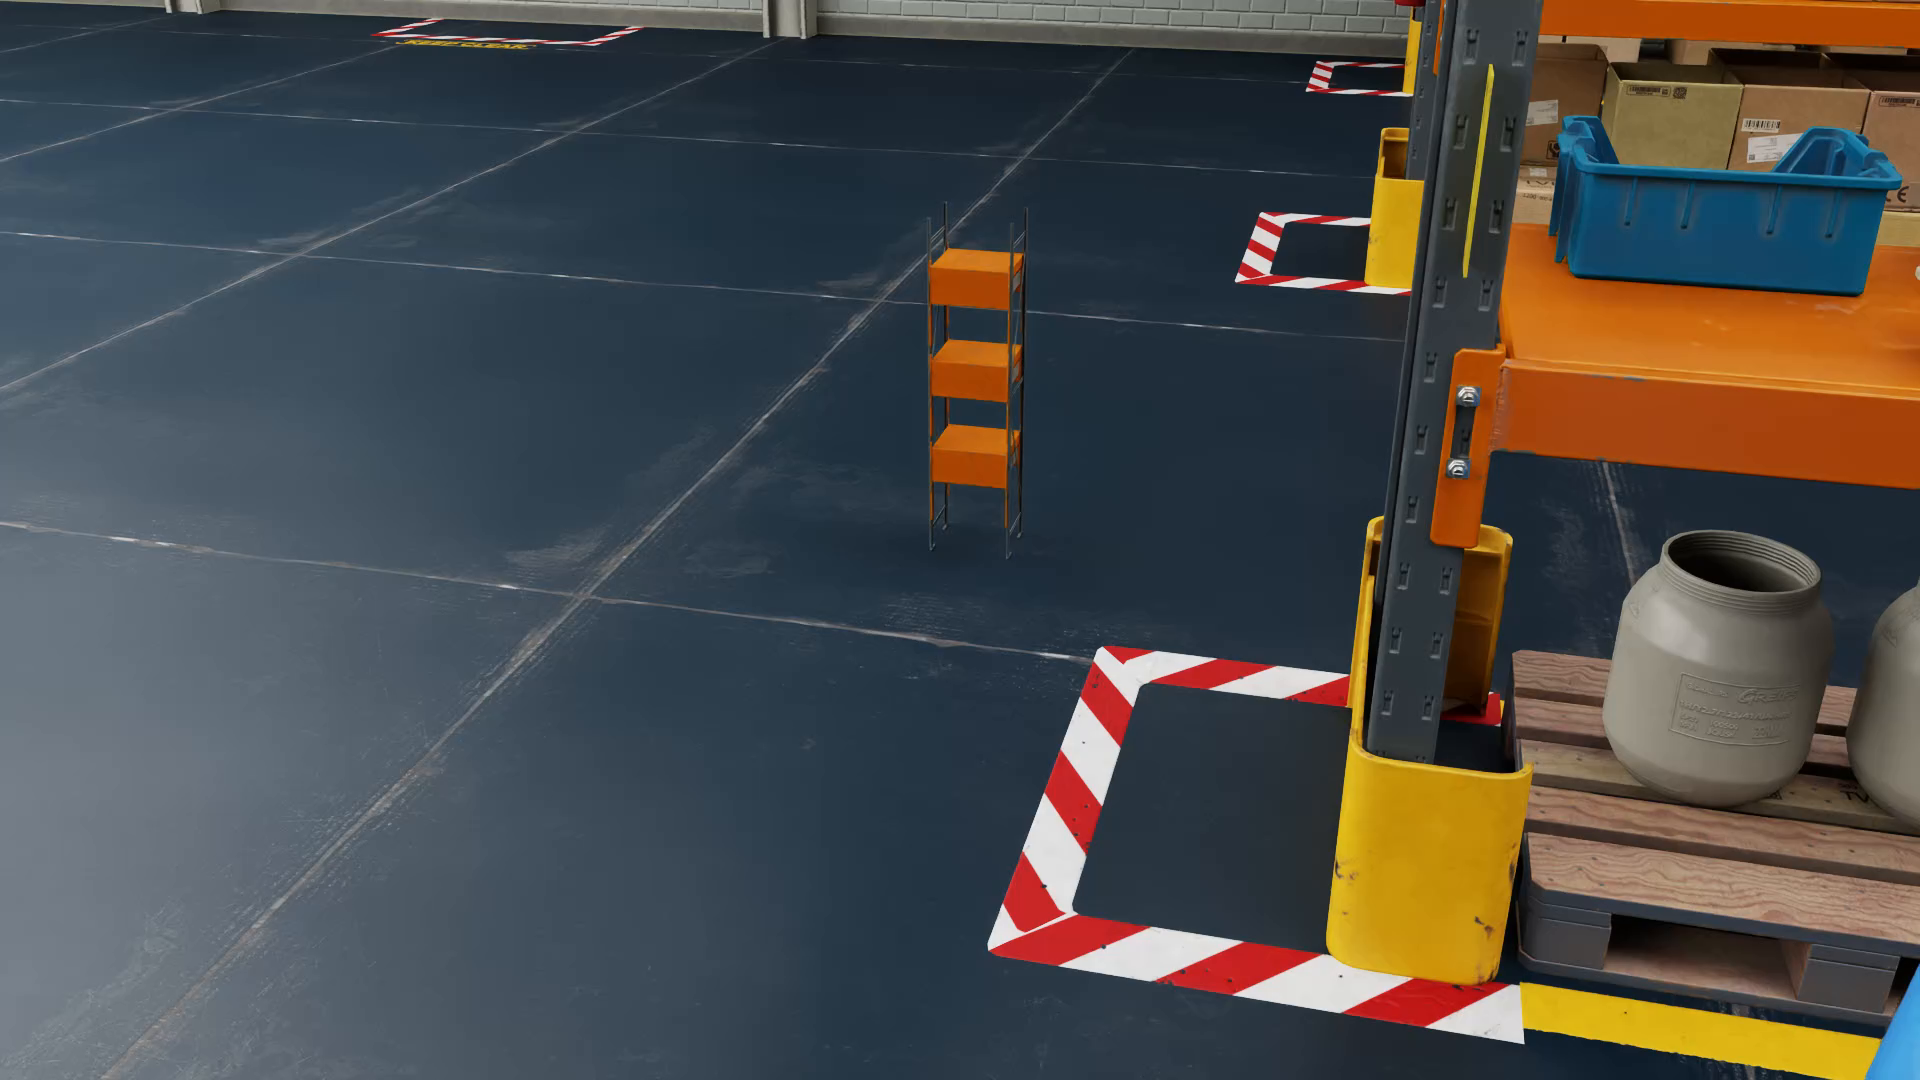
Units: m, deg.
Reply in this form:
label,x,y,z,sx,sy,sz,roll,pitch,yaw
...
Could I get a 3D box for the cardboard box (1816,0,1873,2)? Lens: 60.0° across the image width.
label,x,y,z,sx,sy,sz,roll,pitch,yaw
cardboard box,3.653,-2.639,7.188,0.500,0.500,0.700,6,26,13

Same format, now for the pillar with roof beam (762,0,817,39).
label,x,y,z,sx,sy,sz,roll,pitch,yaw
pillar with roof beam,-2.545,-6.666,8.783,0.400,9.000,9.100,6,26,13

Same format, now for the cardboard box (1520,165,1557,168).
label,x,y,z,sx,sy,sz,roll,pitch,yaw
cardboard box,2.808,-1.773,8.194,0.500,0.250,0.500,6,26,13

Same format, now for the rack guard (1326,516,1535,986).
label,x,y,z,sx,sy,sz,roll,pitch,yaw
rack guard,1.063,0.420,3.787,0.348,0.500,1.175,6,26,13

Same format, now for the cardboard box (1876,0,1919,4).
label,x,y,z,sx,sy,sz,roll,pitch,yaw
cardboard box,4.164,-2.584,7.072,0.500,0.500,0.700,7,26,15

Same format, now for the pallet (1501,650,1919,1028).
label,x,y,z,sx,sy,sz,roll,pitch,yaw
pallet,1.848,0.639,3.661,1.213,0.211,1.003,6,26,13

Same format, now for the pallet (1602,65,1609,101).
label,x,y,z,sx,sy,sz,roll,pitch,yaw
pallet,4.296,-3.453,12.257,1.213,0.211,1.003,6,26,13

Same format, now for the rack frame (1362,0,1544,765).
label,x,y,z,sx,sy,sz,roll,pitch,yaw
rack frame,0.978,-0.697,3.225,0.127,3.000,1.000,6,26,13

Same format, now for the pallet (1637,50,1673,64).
label,x,y,z,sx,sy,sz,roll,pitch,yaw
pallet,5.474,-3.321,11.981,1.213,0.211,1.003,6,26,13

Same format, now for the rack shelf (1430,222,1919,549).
label,x,y,z,sx,sy,sz,roll,pitch,yaw
rack shelf,2.914,-0.158,2.930,4.000,0.370,1.077,6,26,13

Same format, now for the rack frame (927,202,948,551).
label,x,y,z,sx,sy,sz,roll,pitch,yaw
rack frame,-0.066,-0.481,5.040,0.008,1.050,0.200,6,26,13

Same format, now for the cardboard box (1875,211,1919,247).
label,x,y,z,sx,sy,sz,roll,pitch,yaw
cardboard box,4.131,-1.396,7.403,0.500,0.250,0.500,6,26,13

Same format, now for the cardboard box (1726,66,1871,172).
label,x,y,z,sx,sy,sz,roll,pitch,yaw
cardboard box,3.651,-1.795,7.368,0.500,0.500,0.500,6,26,13

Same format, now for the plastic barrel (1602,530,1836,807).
label,x,y,z,sx,sy,sz,roll,pitch,yaw
plastic barrel,1.634,0.275,3.589,0.421,0.512,0.421,0,25,0

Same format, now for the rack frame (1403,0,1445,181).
label,x,y,z,sx,sy,sz,roll,pitch,yaw
rack frame,2.215,-2.759,7.556,0.127,3.000,1.000,6,26,13

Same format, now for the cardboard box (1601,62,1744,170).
label,x,y,z,sx,sy,sz,roll,pitch,yaw
cardboard box,3.163,-1.843,7.470,0.500,0.500,0.500,6,26,13

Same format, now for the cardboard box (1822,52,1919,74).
label,x,y,z,sx,sy,sz,roll,pitch,yaw
cardboard box,4.264,-1.957,7.709,0.500,0.500,0.500,6,26,13

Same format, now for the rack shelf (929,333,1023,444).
label,x,y,z,sx,sy,sz,roll,pitch,yaw
rack shelf,0.052,-0.459,5.017,0.240,0.259,0.215,6,26,13

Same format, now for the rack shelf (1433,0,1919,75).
label,x,y,z,sx,sy,sz,roll,pitch,yaw
rack shelf,4.152,-2.220,7.261,4.000,0.370,1.077,6,26,13

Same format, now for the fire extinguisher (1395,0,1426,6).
label,x,y,z,sx,sy,sz,roll,pitch,yaw
fire extinguisher,2.216,-2.930,8.005,0.183,0.674,0.296,6,26,13

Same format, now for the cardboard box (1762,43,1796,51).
label,x,y,z,sx,sy,sz,roll,pitch,yaw
cardboard box,5.775,-3.485,11.884,0.250,0.149,0.380,4,26,9

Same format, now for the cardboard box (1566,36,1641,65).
label,x,y,z,sx,sy,sz,roll,pitch,yaw
cardboard box,4.645,-3.634,12.009,0.500,0.311,0.500,9,27,17

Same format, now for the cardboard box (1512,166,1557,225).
label,x,y,z,sx,sy,sz,roll,pitch,yaw
cardboard box,2.679,-1.557,7.742,0.500,0.250,0.500,6,26,13

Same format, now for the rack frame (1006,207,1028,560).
label,x,y,z,sx,sy,sz,roll,pitch,yaw
rack frame,0.170,-0.455,4.985,0.008,1.050,0.200,6,26,13

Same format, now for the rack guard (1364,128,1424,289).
label,x,y,z,sx,sy,sz,roll,pitch,yaw
rack guard,2.192,-1.633,8.099,0.348,0.500,1.175,6,26,13

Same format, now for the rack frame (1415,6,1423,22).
label,x,y,z,sx,sy,sz,roll,pitch,yaw
rack frame,3.445,-4.822,11.888,0.127,3.000,1.000,6,26,13

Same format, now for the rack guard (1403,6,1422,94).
label,x,y,z,sx,sy,sz,roll,pitch,yaw
rack guard,3.518,-3.685,12.409,0.348,0.500,1.175,6,26,13

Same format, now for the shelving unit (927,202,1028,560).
label,x,y,z,sx,sy,sz,roll,pitch,yaw
shelving unit,0.052,-0.468,5.012,0.252,1.050,0.215,6,26,13

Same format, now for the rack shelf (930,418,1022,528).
label,x,y,z,sx,sy,sz,roll,pitch,yaw
rack shelf,0.052,-0.208,5.136,0.240,0.259,0.215,6,26,13

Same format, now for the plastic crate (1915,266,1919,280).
label,x,y,z,sx,sy,sz,roll,pitch,yaw
plastic crate,1.764,-0.349,2.799,0.250,0.136,0.298,6,26,13

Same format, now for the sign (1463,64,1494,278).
label,x,y,z,sx,sy,sz,roll,pitch,yaw
sign,0.836,-0.594,2.686,0.005,0.325,0.100,6,26,13

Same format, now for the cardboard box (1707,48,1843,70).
label,x,y,z,sx,sy,sz,roll,pitch,yaw
cardboard box,3.780,-2.011,7.823,0.500,0.500,0.500,6,26,13

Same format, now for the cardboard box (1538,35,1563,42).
label,x,y,z,sx,sy,sz,roll,pitch,yaw
cardboard box,4.093,-3.695,12.138,0.500,0.311,0.500,3,26,7

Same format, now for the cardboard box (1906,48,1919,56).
label,x,y,z,sx,sy,sz,roll,pitch,yaw
cardboard box,6.793,-3.358,11.597,0.250,0.166,0.380,3,26,6

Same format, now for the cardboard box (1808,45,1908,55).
label,x,y,z,sx,sy,sz,roll,pitch,yaw
cardboard box,6.304,-3.558,11.630,0.500,0.500,0.500,4,26,9

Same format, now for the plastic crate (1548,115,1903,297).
label,x,y,z,sx,sy,sz,roll,pitch,yaw
plastic crate,1.537,-0.701,3.406,0.616,0.251,0.499,6,26,13

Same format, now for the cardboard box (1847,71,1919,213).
label,x,y,z,sx,sy,sz,roll,pitch,yaw
cardboard box,4.131,-1.734,7.241,0.500,0.500,0.500,6,26,13

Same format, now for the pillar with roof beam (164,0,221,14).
label,x,y,z,sx,sy,sz,roll,pitch,yaw
pillar with roof beam,-8.356,-7.308,10.132,0.400,9.000,9.100,6,26,13

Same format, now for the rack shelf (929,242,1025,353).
label,x,y,z,sx,sy,sz,roll,pitch,yaw
rack shelf,0.052,-0.715,4.895,0.240,0.259,0.215,6,26,13

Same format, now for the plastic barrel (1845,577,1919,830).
label,x,y,z,sx,sy,sz,roll,pitch,yaw
plastic barrel,2.119,0.329,3.476,0.421,0.512,0.421,0,25,0

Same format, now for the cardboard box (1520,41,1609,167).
label,x,y,z,sx,sy,sz,roll,pitch,yaw
cardboard box,2.808,-2.112,8.035,0.500,0.500,0.500,6,26,13

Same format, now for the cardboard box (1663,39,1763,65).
label,x,y,z,sx,sy,sz,roll,pitch,yaw
cardboard box,5.343,-3.620,11.760,0.500,0.500,0.700,5,26,10
